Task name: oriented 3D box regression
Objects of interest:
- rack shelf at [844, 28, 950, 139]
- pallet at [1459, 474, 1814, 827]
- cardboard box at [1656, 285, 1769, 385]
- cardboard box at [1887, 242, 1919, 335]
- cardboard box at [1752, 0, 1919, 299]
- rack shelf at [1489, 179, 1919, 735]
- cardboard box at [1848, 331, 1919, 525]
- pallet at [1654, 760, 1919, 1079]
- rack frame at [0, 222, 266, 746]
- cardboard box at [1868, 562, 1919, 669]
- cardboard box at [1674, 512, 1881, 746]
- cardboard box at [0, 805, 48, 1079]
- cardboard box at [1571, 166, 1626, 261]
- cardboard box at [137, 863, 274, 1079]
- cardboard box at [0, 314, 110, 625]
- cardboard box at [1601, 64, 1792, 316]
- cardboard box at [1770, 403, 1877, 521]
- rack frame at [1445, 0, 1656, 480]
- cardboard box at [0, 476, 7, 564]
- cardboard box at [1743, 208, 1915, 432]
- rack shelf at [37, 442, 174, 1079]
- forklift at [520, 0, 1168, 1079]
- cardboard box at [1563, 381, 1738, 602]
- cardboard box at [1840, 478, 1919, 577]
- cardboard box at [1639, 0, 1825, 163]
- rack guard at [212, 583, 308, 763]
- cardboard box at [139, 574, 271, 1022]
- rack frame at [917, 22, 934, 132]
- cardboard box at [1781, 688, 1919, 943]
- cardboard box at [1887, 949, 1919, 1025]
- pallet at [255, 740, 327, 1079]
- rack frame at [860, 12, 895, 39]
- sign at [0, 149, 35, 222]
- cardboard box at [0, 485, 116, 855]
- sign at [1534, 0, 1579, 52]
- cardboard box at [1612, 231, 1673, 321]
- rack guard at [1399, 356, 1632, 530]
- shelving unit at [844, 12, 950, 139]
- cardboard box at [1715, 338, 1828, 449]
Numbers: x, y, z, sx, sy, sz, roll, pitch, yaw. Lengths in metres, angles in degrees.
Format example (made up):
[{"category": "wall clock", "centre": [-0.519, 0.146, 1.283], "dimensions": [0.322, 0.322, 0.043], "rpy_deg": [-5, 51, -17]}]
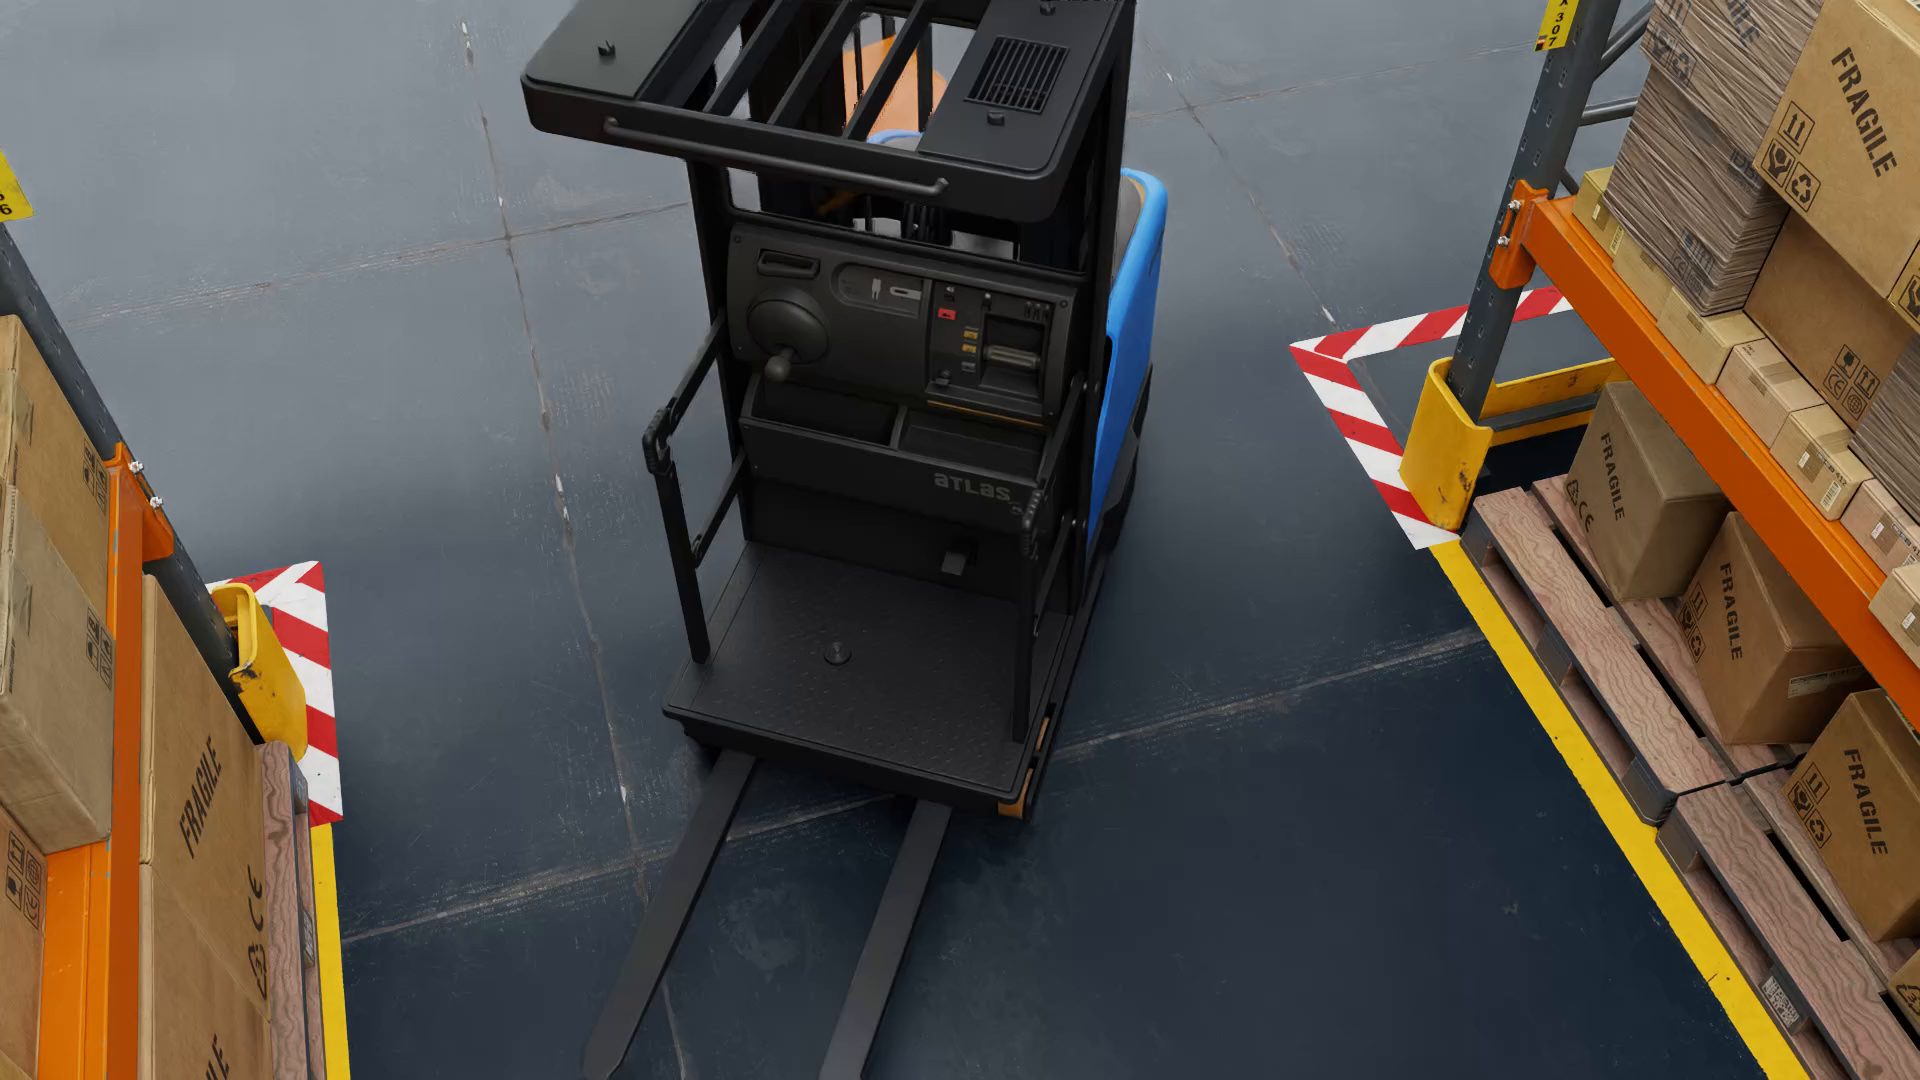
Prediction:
[{"category": "rack shelf", "centre": [-0.198, -1.547, 6.308], "dimensions": [0.538, 0.185, 1.000], "rpy_deg": [-26, 55, -21]}, {"category": "pallet", "centre": [2.371, 0.254, 5.398], "dimensions": [1.003, 0.211, 1.213], "rpy_deg": [-13, 51, -11]}, {"category": "cardboard box", "centre": [2.114, -0.585, 4.446], "dimensions": [0.380, 0.149, 0.250], "rpy_deg": [-13, 51, -11]}, {"category": "cardboard box", "centre": [2.335, -0.557, 3.344], "dimensions": [0.500, 0.500, 0.500], "rpy_deg": [-13, 51, -11]}, {"category": "cardboard box", "centre": [2.186, -0.922, 3.651], "dimensions": [0.500, 0.500, 0.500], "rpy_deg": [-13, 51, -11]}, {"category": "rack shelf", "centre": [2.734, 0.391, 3.929], "dimensions": [1.077, 0.370, 4.000], "rpy_deg": [-13, 51, -11]}, {"category": "cardboard box", "centre": [2.648, -0.308, 3.788], "dimensions": [0.875, 0.500, 0.500], "rpy_deg": [-13, 51, -11]}, {"category": "pallet", "centre": [2.728, 1.144, 4.648], "dimensions": [1.003, 0.211, 1.213], "rpy_deg": [-13, 51, -11]}, {"category": "rack frame", "centre": [-2.626, -0.254, 4.002], "dimensions": [1.000, 3.000, 0.127], "rpy_deg": [-13, 51, -11]}, {"category": "cardboard box", "centre": [2.350, 0.159, 3.818], "dimensions": [0.380, 0.149, 0.250], "rpy_deg": [-13, 51, -11]}, {"category": "cardboard box", "centre": [2.520, 0.258, 4.931], "dimensions": [0.500, 0.500, 0.500], "rpy_deg": [-2, 50, -1]}, {"category": "cardboard box", "centre": [-2.244, 0.793, 3.022], "dimensions": [0.875, 0.550, 0.550], "rpy_deg": [-13, 51, -11]}, {"category": "cardboard box", "centre": [1.999, -0.958, 4.760], "dimensions": [0.380, 0.149, 0.250], "rpy_deg": [-13, 51, -11]}, {"category": "cardboard box", "centre": [-2.100, 1.418, 3.707], "dimensions": [0.875, 0.875, 0.875], "rpy_deg": [-14, 51, -12]}, {"category": "cardboard box", "centre": [-2.473, -0.041, 3.725], "dimensions": [0.875, 0.550, 0.550], "rpy_deg": [-13, 51, -11]}, {"category": "cardboard box", "centre": [2.279, -1.022, 4.389], "dimensions": [0.875, 0.500, 0.500], "rpy_deg": [-13, 51, -11]}, {"category": "cardboard box", "centre": [2.275, -0.223, 4.141], "dimensions": [0.380, 0.149, 0.250], "rpy_deg": [-13, 51, -11]}, {"category": "rack frame", "centre": [2.142, -1.301, 4.885], "dimensions": [1.000, 3.000, 0.127], "rpy_deg": [-13, 51, -11]}, {"category": "cardboard box", "centre": [-2.302, 0.011, 2.975], "dimensions": [0.875, 0.550, 0.550], "rpy_deg": [-13, 51, -11]}, {"category": "cardboard box", "centre": [2.541, -0.683, 4.104], "dimensions": [0.875, 0.500, 0.500], "rpy_deg": [-13, 51, -11]}, {"category": "rack shelf", "centre": [-2.034, 1.439, 3.046], "dimensions": [1.077, 0.370, 4.000], "rpy_deg": [-13, 51, -11]}, {"category": "forklift", "centre": [-0.226, -0.451, 4.213], "dimensions": [1.130, 2.935, 3.031], "rpy_deg": [13, 51, 11]}, {"category": "cardboard box", "centre": [2.311, -0.171, 5.293], "dimensions": [0.500, 0.500, 0.500], "rpy_deg": [-5, 50, -4]}, {"category": "cardboard box", "centre": [2.375, -0.047, 3.992], "dimensions": [0.380, 0.149, 0.250], "rpy_deg": [-13, 51, -11]}, {"category": "cardboard box", "centre": [2.044, -1.288, 3.960], "dimensions": [0.500, 0.500, 0.500], "rpy_deg": [-13, 51, -11]}, {"category": "rack guard", "centre": [-2.633, 0.534, 4.972], "dimensions": [1.175, 0.500, 0.348], "rpy_deg": [-13, 51, -11]}, {"category": "cardboard box", "centre": [-2.362, 0.776, 4.249], "dimensions": [0.875, 0.875, 0.875], "rpy_deg": [-13, 51, -11]}, {"category": "rack frame", "centre": [0.079, -1.337, 5.896], "dimensions": [0.500, 1.500, 0.032], "rpy_deg": [-26, 55, -21]}, {"category": "cardboard box", "centre": [2.687, 0.719, 4.542], "dimensions": [0.500, 0.500, 0.500], "rpy_deg": [-9, 50, -8]}, {"category": "cardboard box", "centre": [2.810, 1.137, 4.190], "dimensions": [0.500, 0.500, 0.500], "rpy_deg": [-17, 52, -14]}, {"category": "pallet", "centre": [-2.315, 1.211, 4.591], "dimensions": [1.003, 0.211, 1.213], "rpy_deg": [-13, 51, -11]}, {"category": "rack frame", "centre": [-0.475, -1.989, 6.446], "dimensions": [0.500, 1.500, 0.032], "rpy_deg": [-26, 55, -21]}, {"category": "sign", "centre": [-2.103, -0.816, 3.564], "dimensions": [0.100, 0.325, 0.005], "rpy_deg": [-13, 51, -11]}, {"category": "cardboard box", "centre": [-2.289, 0.356, 3.390], "dimensions": [0.875, 0.550, 0.550], "rpy_deg": [-13, 51, -11]}, {"category": "sign", "centre": [1.624, -1.458, 4.451], "dimensions": [0.100, 0.325, 0.005], "rpy_deg": [-13, 51, -11]}, {"category": "cardboard box", "centre": [2.054, -0.771, 4.603], "dimensions": [0.380, 0.149, 0.250], "rpy_deg": [-13, 51, -11]}, {"category": "rack guard", "centre": [2.165, -0.440, 5.794], "dimensions": [1.175, 0.500, 0.348], "rpy_deg": [-13, 51, -11]}, {"category": "shelving unit", "centre": [-0.193, -1.657, 6.166], "dimensions": [0.587, 1.500, 1.083], "rpy_deg": [-26, 55, -21]}, {"category": "cardboard box", "centre": [2.208, -0.407, 4.296], "dimensions": [0.380, 0.149, 0.250], "rpy_deg": [-13, 51, -11]}]
